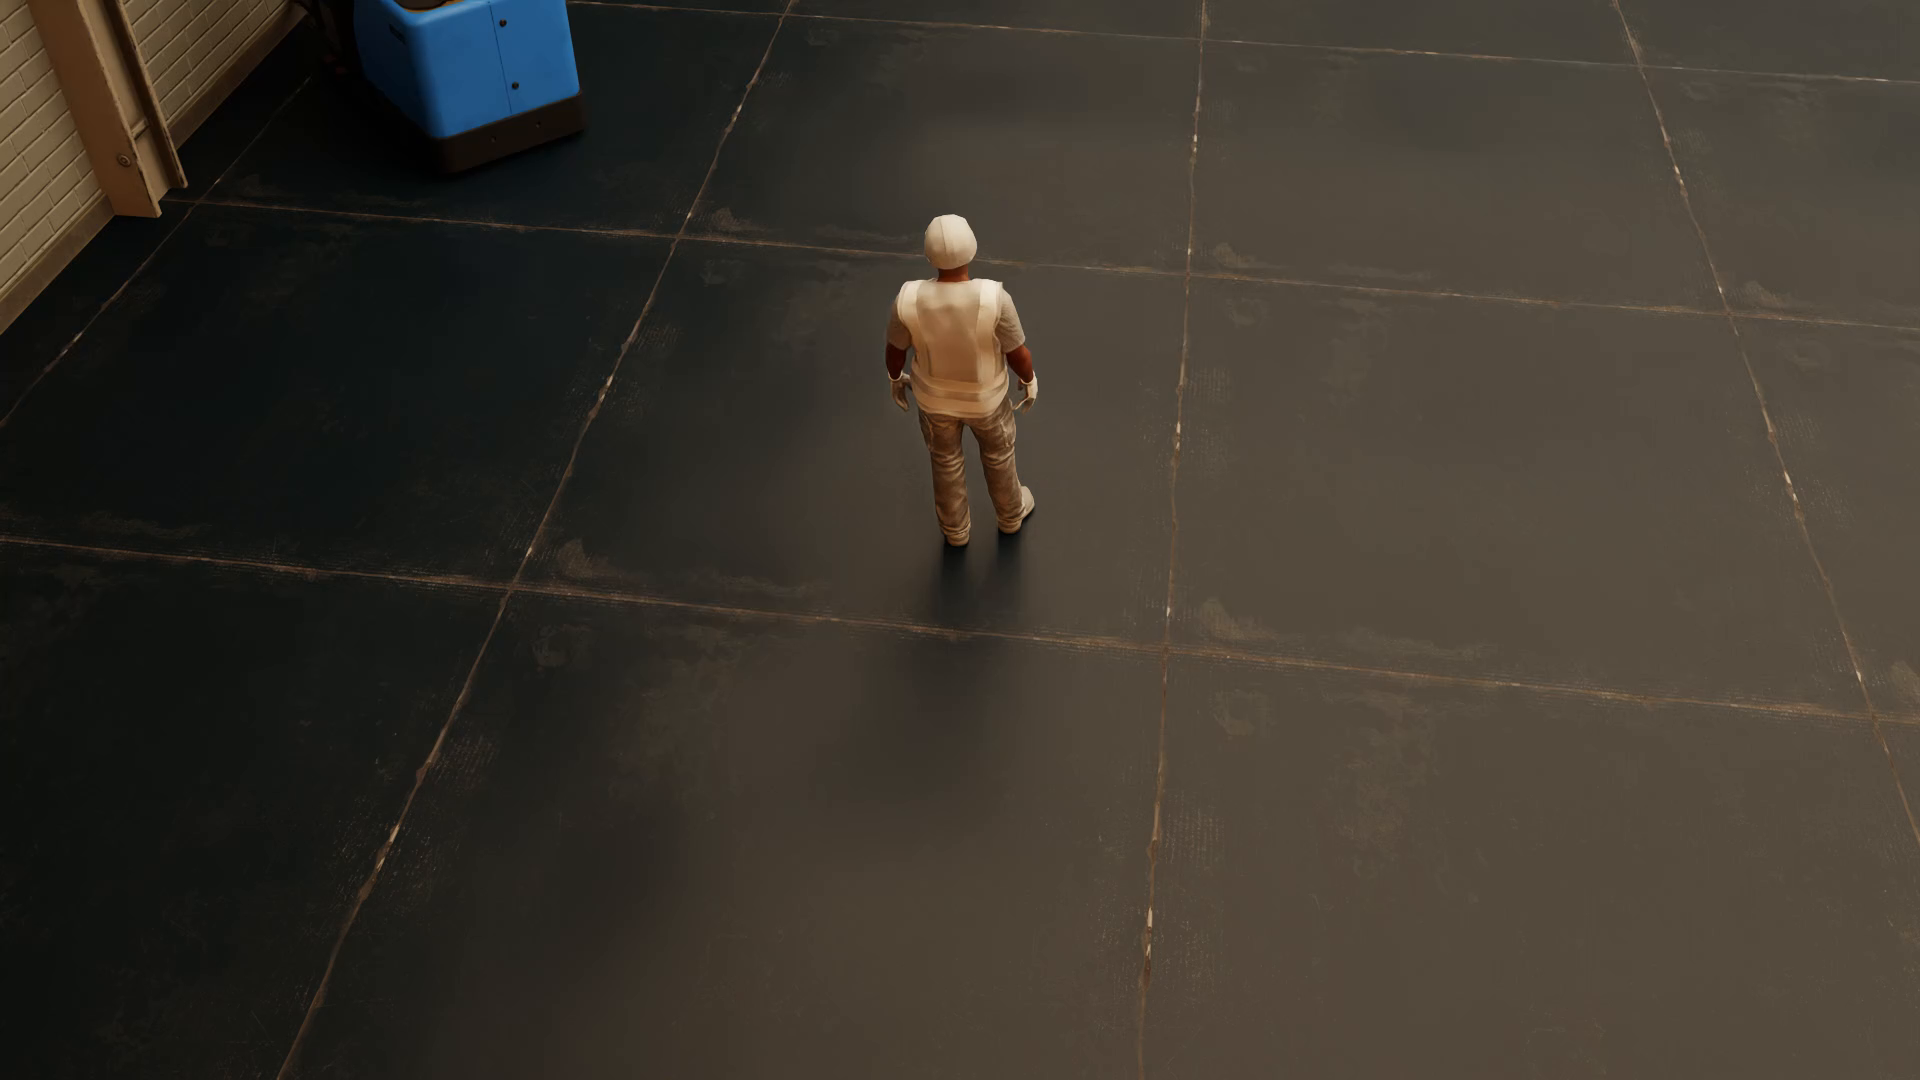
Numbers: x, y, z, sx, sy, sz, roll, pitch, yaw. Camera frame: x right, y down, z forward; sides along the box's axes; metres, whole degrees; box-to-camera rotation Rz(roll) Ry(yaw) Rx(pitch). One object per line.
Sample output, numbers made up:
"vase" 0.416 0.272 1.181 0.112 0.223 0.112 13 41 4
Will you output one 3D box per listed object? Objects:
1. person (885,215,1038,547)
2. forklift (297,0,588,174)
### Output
"person" 0.018 -0.710 7.335 0.657 1.785 0.575 5 43 6
"forklift" -3.692 -4.276 10.379 1.130 2.935 3.031 -28 49 -27
